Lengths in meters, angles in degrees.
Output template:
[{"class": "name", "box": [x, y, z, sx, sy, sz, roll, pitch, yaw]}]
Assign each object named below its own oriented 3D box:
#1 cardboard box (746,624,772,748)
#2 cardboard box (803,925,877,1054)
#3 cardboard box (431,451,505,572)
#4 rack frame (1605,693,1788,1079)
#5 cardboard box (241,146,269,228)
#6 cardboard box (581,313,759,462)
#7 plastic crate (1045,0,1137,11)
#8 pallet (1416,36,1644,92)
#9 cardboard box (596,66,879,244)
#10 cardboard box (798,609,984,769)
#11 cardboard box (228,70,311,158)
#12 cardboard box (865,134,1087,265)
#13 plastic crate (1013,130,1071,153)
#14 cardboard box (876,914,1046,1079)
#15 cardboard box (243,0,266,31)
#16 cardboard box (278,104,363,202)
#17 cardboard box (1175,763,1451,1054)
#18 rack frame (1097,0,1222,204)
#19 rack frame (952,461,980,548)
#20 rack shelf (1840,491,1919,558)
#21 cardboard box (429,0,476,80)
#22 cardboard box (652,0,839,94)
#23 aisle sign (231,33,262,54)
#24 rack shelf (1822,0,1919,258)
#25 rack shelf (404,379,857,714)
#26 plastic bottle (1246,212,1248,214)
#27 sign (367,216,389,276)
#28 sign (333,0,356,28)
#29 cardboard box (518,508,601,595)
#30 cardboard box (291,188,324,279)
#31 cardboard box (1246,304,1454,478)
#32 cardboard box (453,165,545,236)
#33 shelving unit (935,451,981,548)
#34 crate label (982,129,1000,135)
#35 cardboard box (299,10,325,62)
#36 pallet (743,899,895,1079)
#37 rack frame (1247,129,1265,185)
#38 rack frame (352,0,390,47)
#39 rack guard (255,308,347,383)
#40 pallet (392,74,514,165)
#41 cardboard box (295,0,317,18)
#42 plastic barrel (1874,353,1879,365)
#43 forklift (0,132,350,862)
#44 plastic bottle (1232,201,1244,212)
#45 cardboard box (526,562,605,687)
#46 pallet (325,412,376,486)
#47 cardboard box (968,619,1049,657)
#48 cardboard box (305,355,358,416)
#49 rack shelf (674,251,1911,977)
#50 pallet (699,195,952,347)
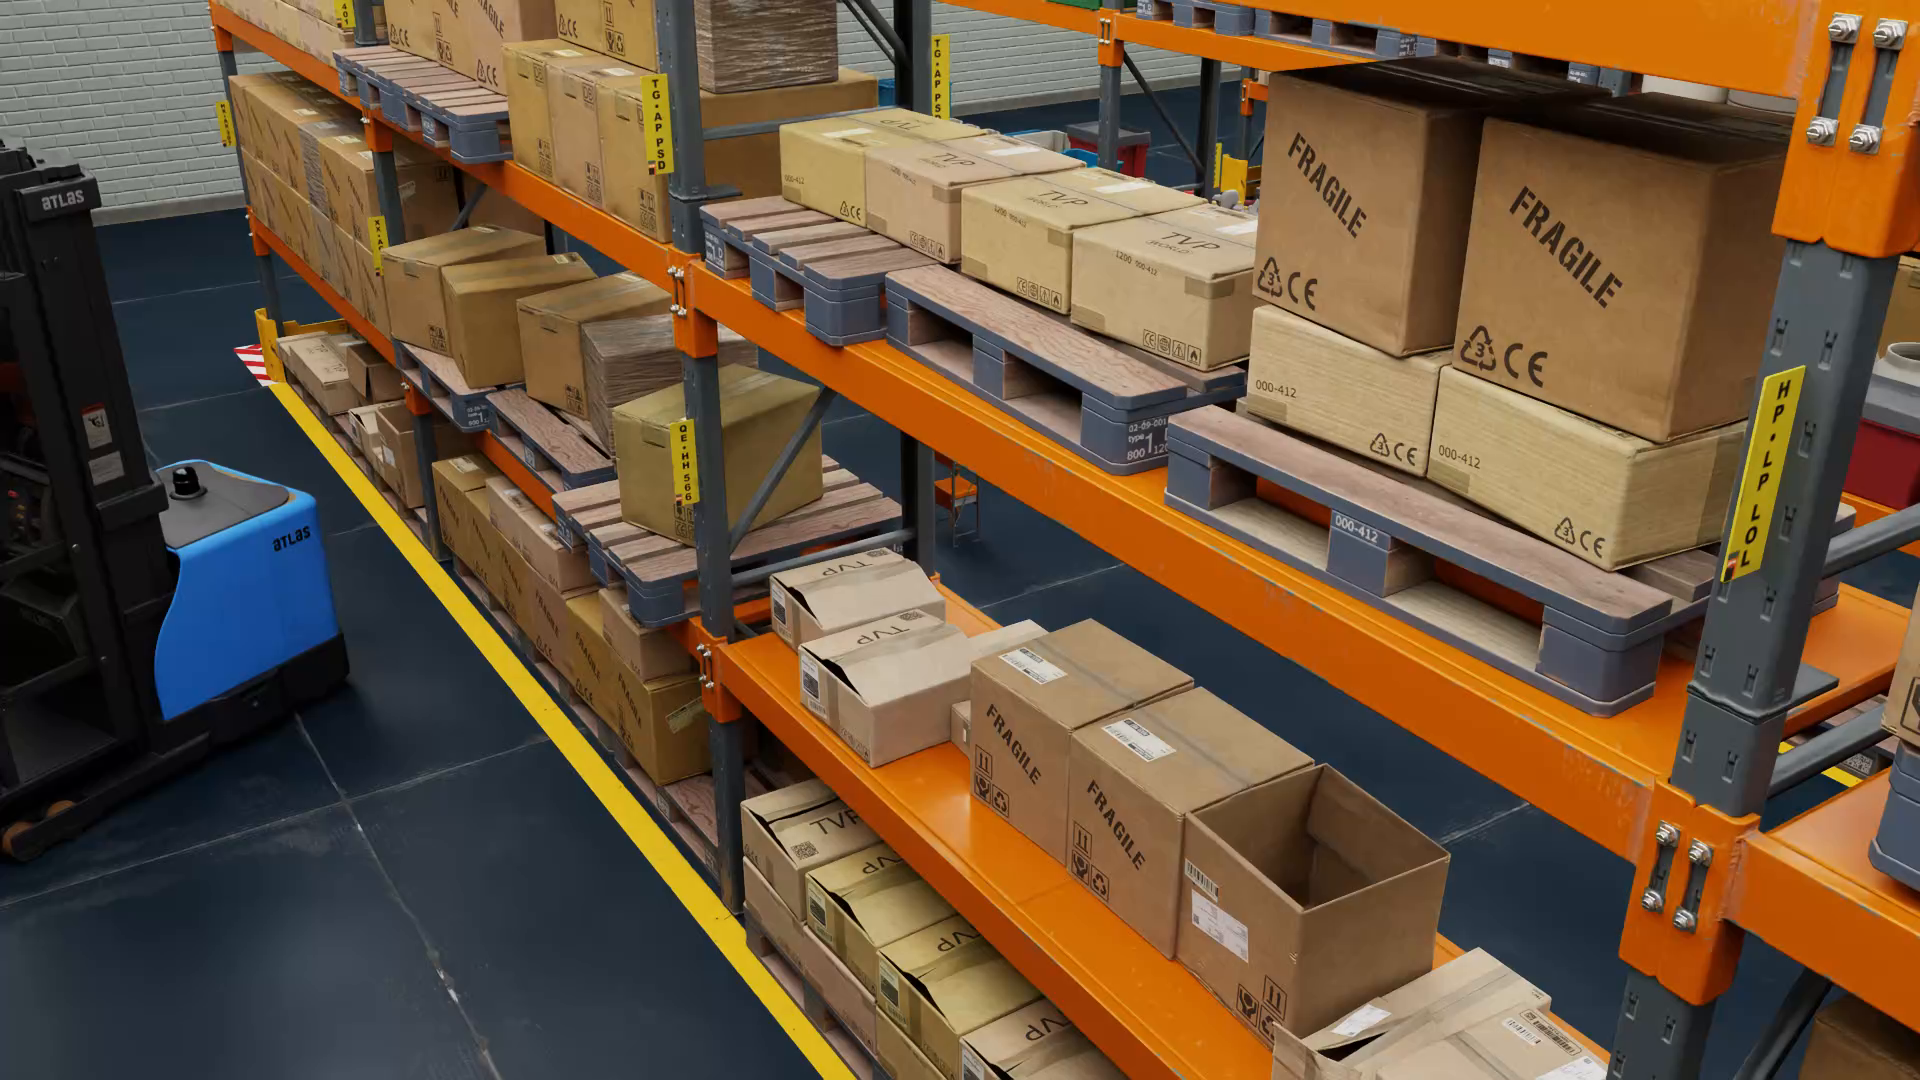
[{"class": "cardboard box", "box": [-0.851, 0.594, 7.891, 0.500, 0.500, 0.500, -17, 30, -31]}, {"class": "cardboard box", "box": [-0.236, 1.567, 6.147, 0.500, 0.250, 0.500, -16, 30, -31]}, {"class": "cardboard box", "box": [-2.675, -0.192, 9.555, 0.500, 0.500, 0.500, -17, 30, -32]}, {"class": "rack frame", "box": [1.632, 1.508, 3.541, 1.000, 3.000, 0.127, -16, 29, -30]}, {"class": "cardboard box", "box": [-4.897, -2.609, 12.145, 0.500, 0.500, 0.500, -15, 29, -29]}, {"class": "cardboard box", "box": [-1.329, -0.728, 7.669, 0.700, 0.500, 0.500, -10, 27, -20]}, {"class": "plastic crate", "box": [0.933, -3.848, 11.621, 0.450, 0.188, 0.662, -16, 29, -30]}, {"class": "pallet", "box": [3.265, -2.643, 9.042, 1.003, 0.211, 1.213, -16, 29, -30]}, {"class": "cardboard box", "box": [-0.818, -1.472, 6.224, 0.910, 0.500, 0.500, -16, 29, -30]}, {"class": "cardboard box", "box": [-0.225, 0.483, 5.817, 0.500, 0.311, 0.500, -16, 30, -30]}, {"class": "cardboard box", "box": [-4.897, -3.061, 11.932, 0.500, 0.500, 0.500, -15, 29, -28]}, {"class": "cardboard box", "box": [0.045, -1.068, 5.169, 0.500, 0.250, 0.500, -15, 29, -28]}, {"class": "plastic crate", "box": [0.738, -3.069, 13.305, 0.437, 0.282, 0.530, -16, 29, -30]}, {"class": "cardboard box", "box": [0.059, 1.502, 5.626, 0.500, 0.311, 0.500, -16, 30, -31]}, {"class": "cardboard box", "box": [-4.315, -3.469, 10.747, 0.500, 0.250, 0.500, -16, 29, -30]}, {"class": "cardboard box", "box": [-4.058, -2.514, 10.773, 0.500, 0.500, 0.500, -16, 30, -30]}, {"class": "cardboard box", "box": [0.939, 0.996, 4.509, 0.500, 0.500, 0.500, -13, 28, -26]}, {"class": "rack frame", "box": [1.417, -2.506, 12.045, 1.000, 3.000, 0.127, -16, 29, -30]}, {"class": "rack frame", "box": [0.037, -0.450, 9.974, 0.200, 1.050, 0.008, -16, 29, -30]}, {"class": "rack shelf", "box": [4.693, -0.035, 7.652, 1.077, 0.370, 4.000, -16, 29, -30]}, {"class": "cardboard box", "box": [-2.138, -2.559, 7.916, 0.600, 0.600, 0.600, -16, 30, -30]}, {"class": "cardboard box", "box": [-0.784, -1.934, 6.030, 0.500, 0.500, 0.500, -16, 29, -30]}, {"class": "aisle sign", "box": [-5.202, -3.915, 11.985, 0.394, 0.787, 0.004, -16, 29, -30]}, {"class": "rack shelf", "box": [2.724, 0.017, 0.984, 1.077, 0.370, 4.000, -16, 29, -30]}, {"class": "rack shelf", "box": [-1.643, -0.312, 8.240, 1.077, 0.370, 4.000, -16, 29, -30]}, {"class": "plastic bottle", "box": [2.008, -2.184, 11.596, 0.097, 0.201, 0.097, 0, 25, 0]}, {"class": "sign", "box": [-3.185, -1.615, 9.144, 0.100, 0.325, 0.005, -16, 29, -30]}, {"class": "sign", "box": [-3.185, -2.814, 8.578, 0.100, 0.325, 0.005, -16, 29, -30]}, {"class": "cardboard box", "box": [-1.855, 0.006, 8.258, 0.500, 0.250, 0.500, -16, 30, -31]}, {"class": "cardboard box", "box": [-4.068, -2.066, 10.996, 0.500, 0.500, 0.500, -15, 29, -29]}, {"class": "cardboard box", "box": [1.002, -0.388, 3.729, 0.500, 0.250, 0.500, -19, 31, -34]}, {"class": "cardboard box", "box": [-2.756, -2.084, 9.863, 0.500, 0.500, 0.500, -15, 29, -28]}, {"class": "shelving unit", "box": [-0.029, -0.494, 10.066, 0.215, 1.050, 0.252, -16, 29, -30]}, {"class": "crate label", "box": [0.149, -3.394, 14.165, 0.396, 0.136, 0.243, -16, 29, -30]}, {"class": "cardboard box", "box": [-3.487, -2.935, 9.615, 0.500, 0.250, 0.500, -16, 29, -30]}, {"class": "pallet", "box": [-0.135, 1.642, 6.524, 1.003, 0.211, 1.213, -16, 29, -30]}, {"class": "rack frame", "box": [3.386, -5.092, 17.522, 0.949, 2.616, 0.053, -16, 29, -30]}, {"class": "rack frame", "box": [-2.735, -4.066, 8.322, 1.000, 3.000, 0.127, -16, 29, -30]}, {"class": "rack guard", "box": [-4.877, -1.626, 13.109, 1.175, 0.500, 0.348, -16, 29, -30]}, {"class": "pallet", "box": [-1.869, -2.005, 7.689, 1.213, 0.211, 1.003, -16, 29, -30]}, {"class": "cardboard box", "box": [-3.498, -3.158, 9.502, 0.500, 0.250, 0.500, -16, 29, -30]}, {"class": "plastic barrel", "box": [4.341, -0.808, 8.316, 0.421, 0.512, 0.421, 0, 25, 0]}, {"class": "forklift", "box": [-4.369, -0.150, 7.135, 1.130, 2.935, 3.031, 15, 29, 28]}, {"class": "plastic bottle", "box": [1.990, -2.315, 11.874, 0.097, 0.201, 0.097, 0, 25, 0]}, {"class": "cardboard box", "box": [-1.832, 0.358, 8.391, 0.500, 0.500, 0.500, -17, 30, -31]}, {"class": "pallet", "box": [-3.779, -0.774, 11.644, 1.003, 0.211, 1.213, -16, 29, -30]}, {"class": "cardboard box", "box": [0.171, 0.449, 6.080, 0.380, 0.149, 0.250, -16, 29, -30]}, {"class": "cardboard box", "box": [-4.313, -1.121, 11.816, 0.500, 0.250, 0.500, -16, 29, -30]}, {"class": "rack shelf", "box": [0.541, -0.238, 4.569, 1.077, 0.370, 4.000, -16, 29, -30]}, {"class": "pallet", "box": [-0.106, -0.971, 5.501, 1.213, 0.211, 1.003, -14, 29, -27]}]
